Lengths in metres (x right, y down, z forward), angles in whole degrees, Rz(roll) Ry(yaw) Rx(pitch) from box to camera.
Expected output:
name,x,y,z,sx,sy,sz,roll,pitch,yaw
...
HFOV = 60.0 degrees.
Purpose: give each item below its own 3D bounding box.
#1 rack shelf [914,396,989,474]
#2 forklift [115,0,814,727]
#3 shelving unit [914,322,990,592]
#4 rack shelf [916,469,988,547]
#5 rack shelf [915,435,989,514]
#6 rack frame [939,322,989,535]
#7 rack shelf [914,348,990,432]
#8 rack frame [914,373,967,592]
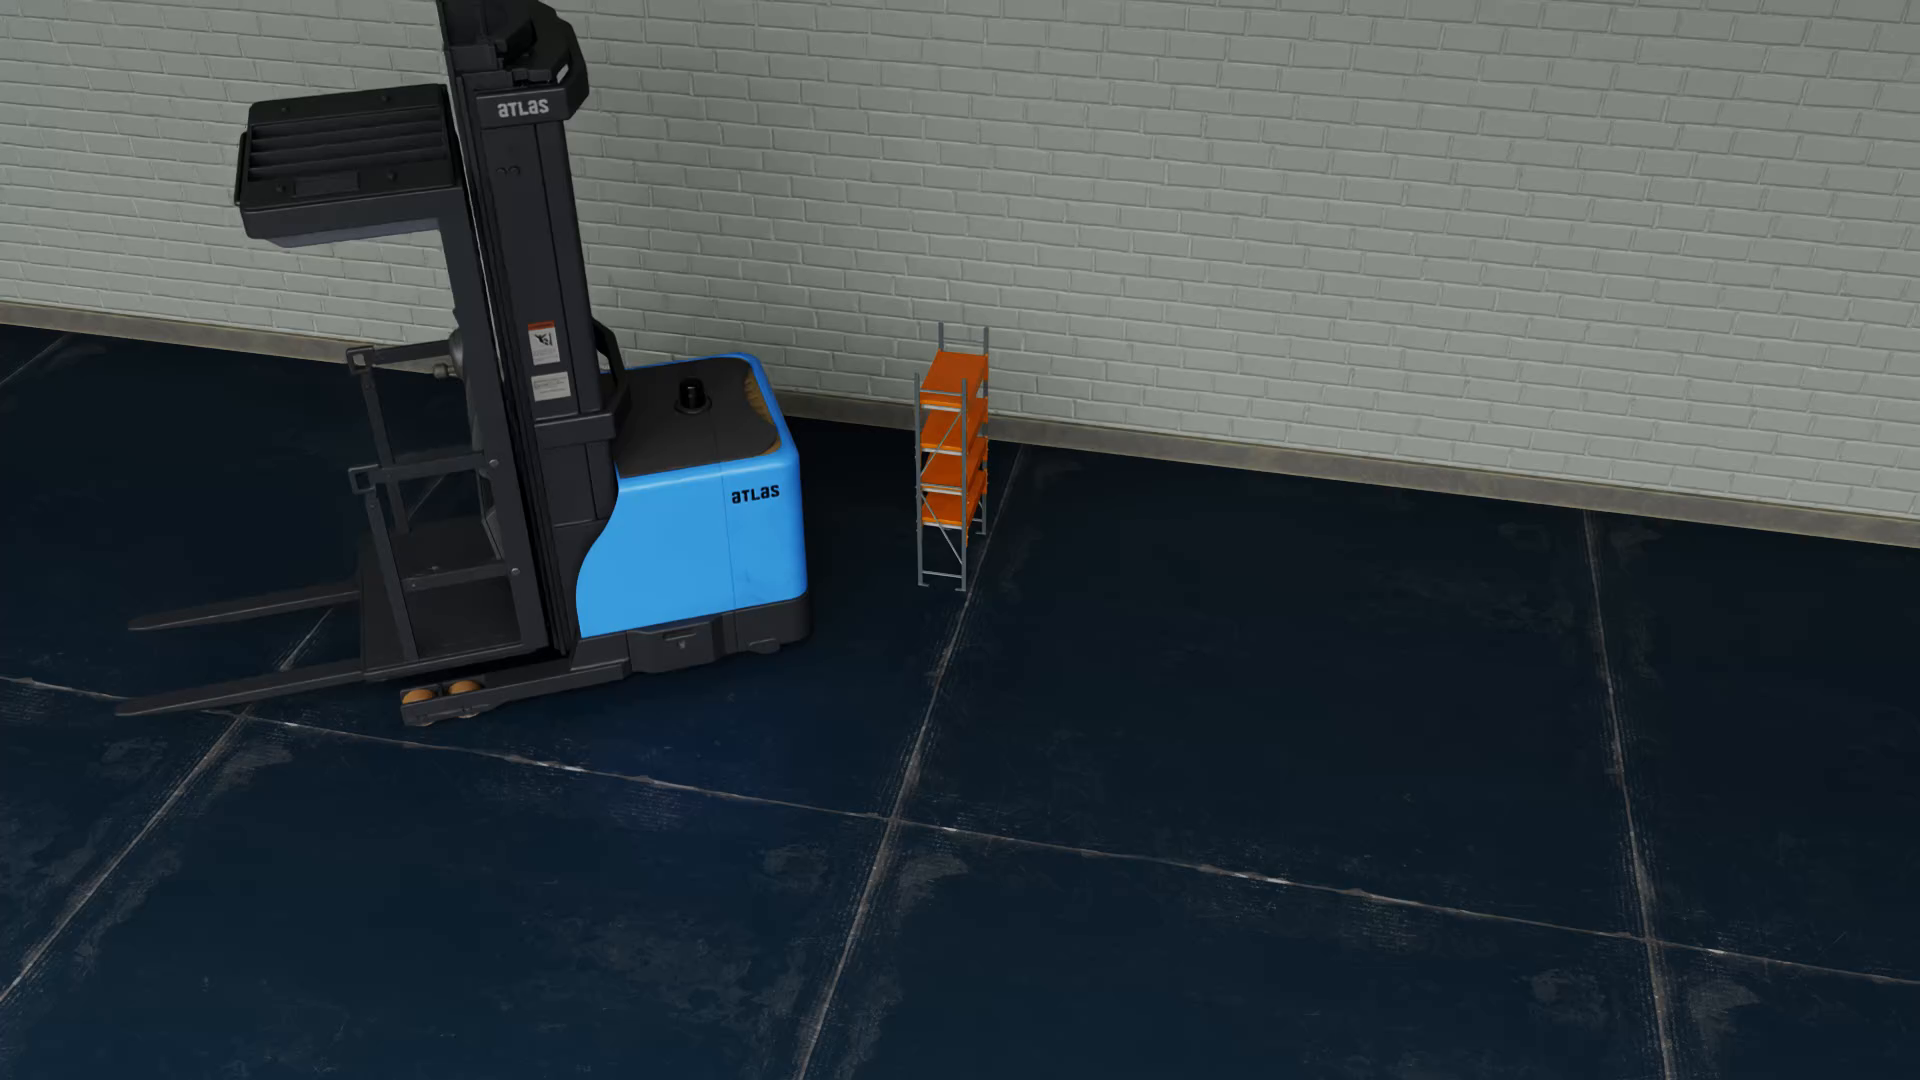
name,x,y,z,sx,sy,sz,roll,pitch,yaw
rack shelf,-0.035,-0.518,7.945,0.258,0.148,0.480,7,37,10
forklift,-2.266,-0.707,6.998,3.031,2.935,1.130,-10,37,-14
shelving unit,-0.035,-0.391,8.037,0.258,1.200,0.503,7,37,10
rack shelf,-0.035,-0.176,8.193,0.258,0.148,0.480,7,37,10
rack shelf,-0.035,-0.336,8.077,0.258,0.148,0.480,7,37,10
rack frame,0.017,-0.531,8.230,0.240,1.200,0.015,7,37,10
rack shelf,-0.035,-0.709,7.807,0.258,0.148,0.480,7,37,10
rack frame,-0.087,-0.251,7.844,0.240,1.200,0.015,7,37,10
